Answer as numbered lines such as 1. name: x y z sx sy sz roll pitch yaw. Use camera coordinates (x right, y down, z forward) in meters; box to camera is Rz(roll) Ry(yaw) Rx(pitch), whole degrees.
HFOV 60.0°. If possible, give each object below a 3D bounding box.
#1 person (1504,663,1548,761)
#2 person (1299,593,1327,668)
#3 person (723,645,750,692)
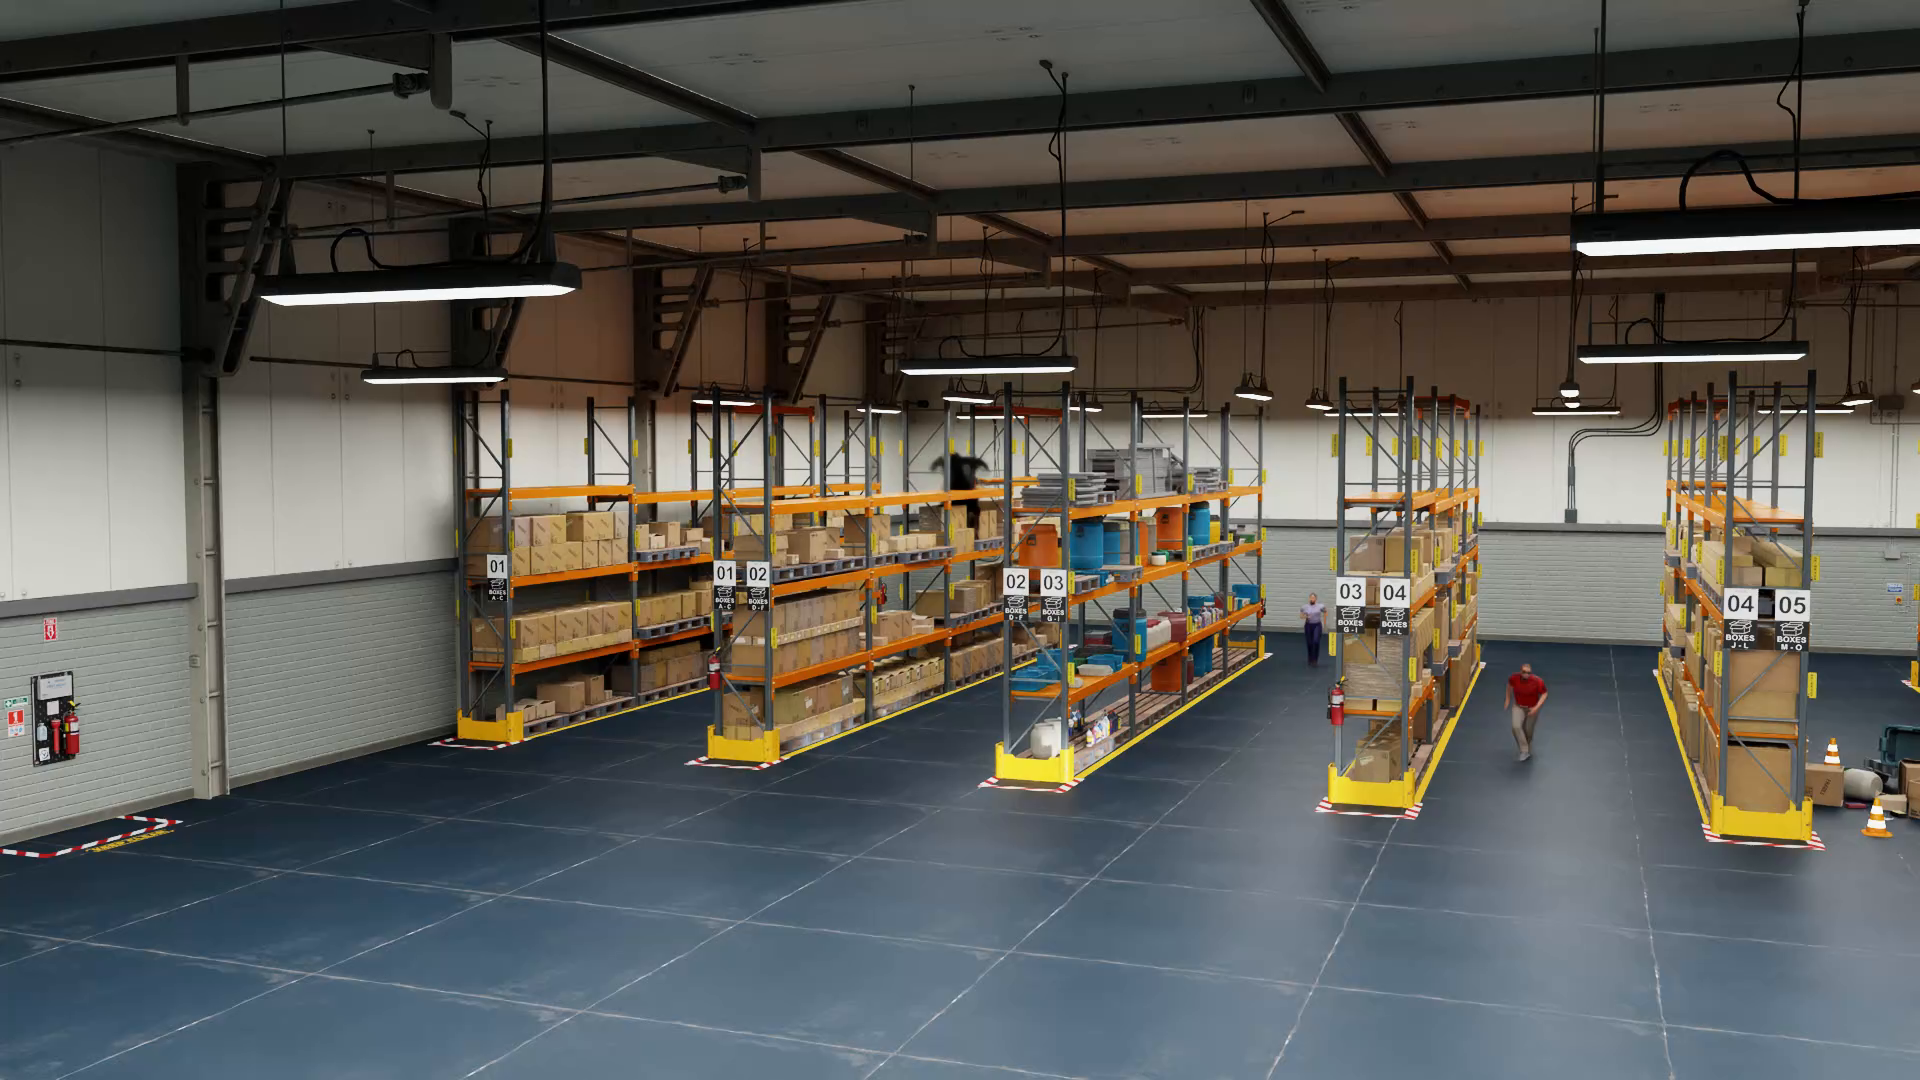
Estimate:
1. person: 9.165 2.726 26.884 0.676 1.577 1.059 1 3 25
2. person: 8.141 2.060 38.356 0.594 1.695 0.852 1 3 19
3. person: -3.991 2.602 30.205 0.549 1.551 0.757 -1 3 -20
